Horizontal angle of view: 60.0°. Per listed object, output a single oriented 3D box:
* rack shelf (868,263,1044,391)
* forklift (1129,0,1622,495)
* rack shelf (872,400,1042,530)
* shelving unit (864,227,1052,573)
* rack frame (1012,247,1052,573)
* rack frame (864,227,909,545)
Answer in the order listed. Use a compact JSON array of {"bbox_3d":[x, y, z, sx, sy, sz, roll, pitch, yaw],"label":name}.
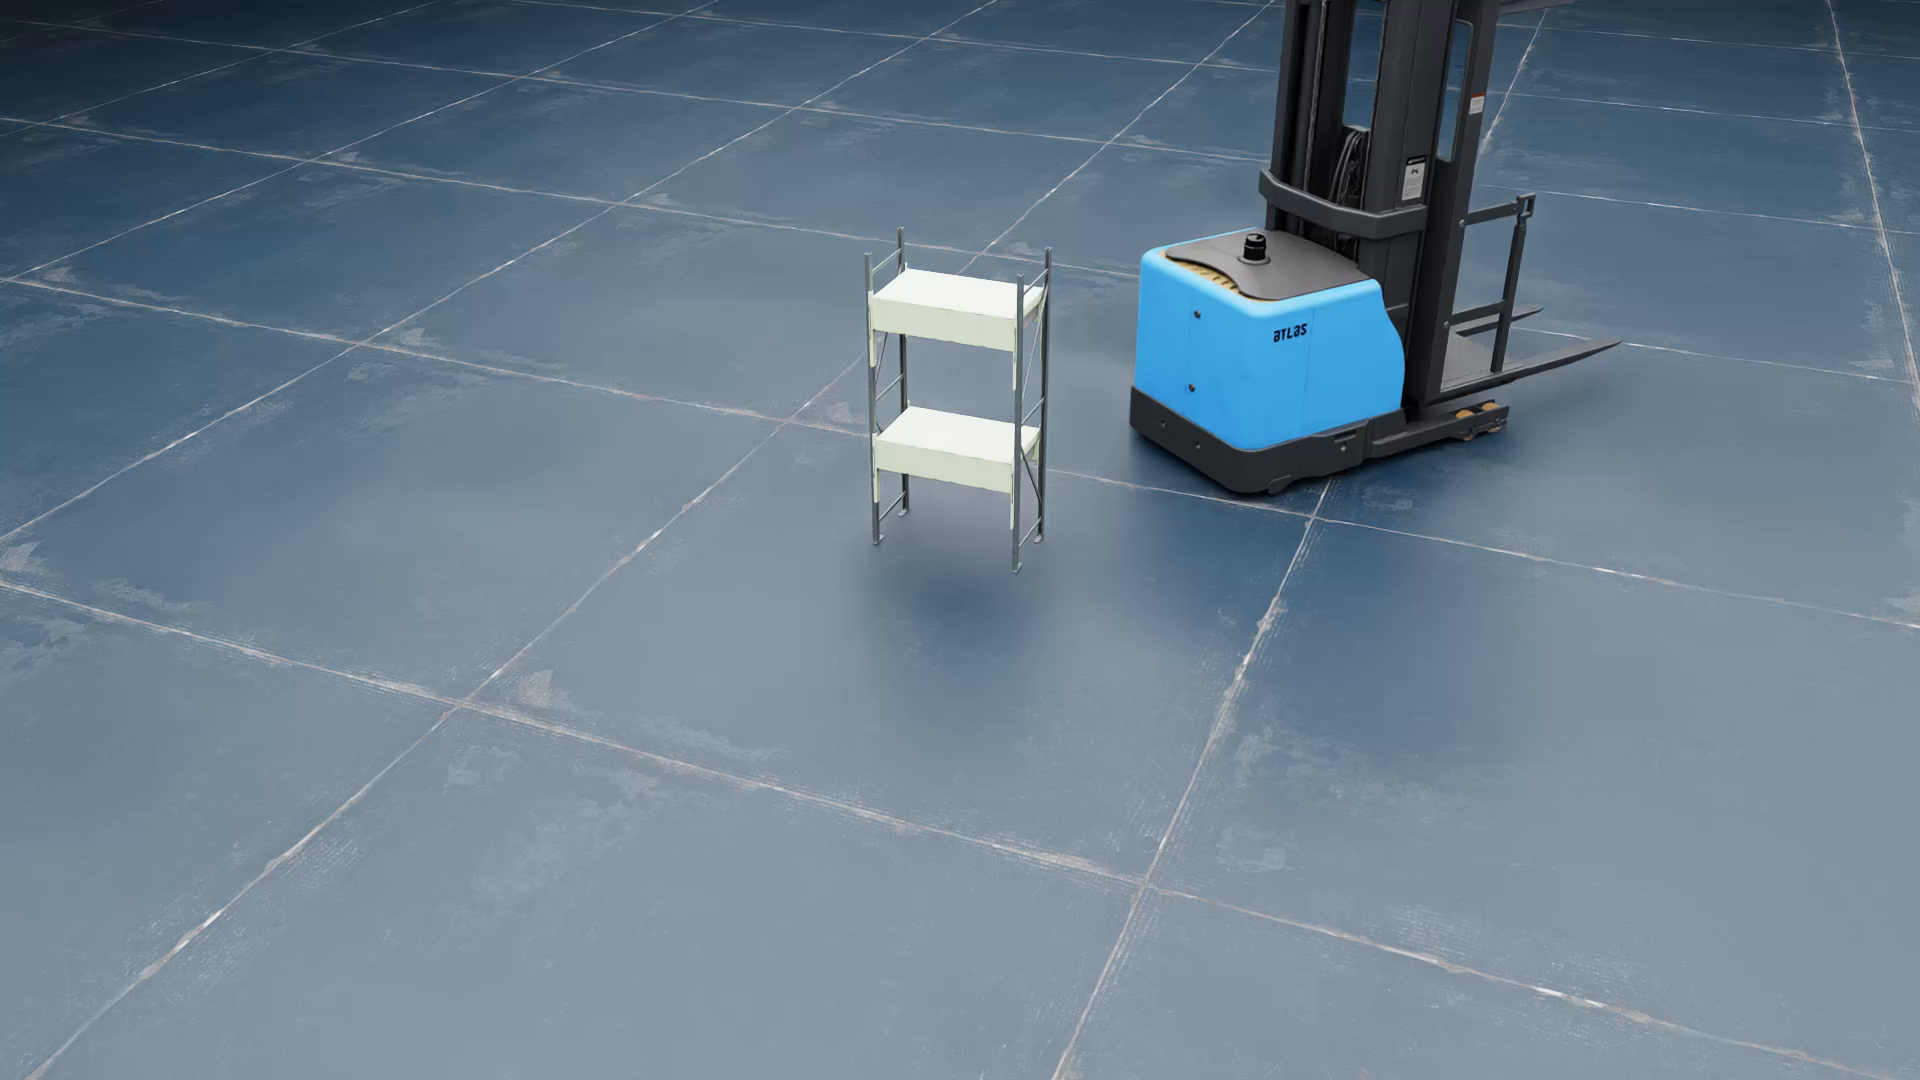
[{"bbox_3d":[-0.006,-0.994,7.691,0.720,0.370,0.431,11,31,19],"label":"rack shelf"},{"bbox_3d":[2.473,-2.034,8.870,3.031,2.935,1.130,-16,33,-26],"label":"forklift"},{"bbox_3d":[-0.006,-0.370,8.044,0.720,0.370,0.431,11,31,19],"label":"rack shelf"},{"bbox_3d":[-0.006,-0.654,7.883,0.755,1.500,0.431,11,31,19],"label":"shelving unit"},{"bbox_3d":[0.333,-0.586,7.763,0.023,1.500,0.400,11,31,19],"label":"rack frame"},{"bbox_3d":[-0.345,-0.722,8.003,0.023,1.500,0.400,11,31,19],"label":"rack frame"}]
